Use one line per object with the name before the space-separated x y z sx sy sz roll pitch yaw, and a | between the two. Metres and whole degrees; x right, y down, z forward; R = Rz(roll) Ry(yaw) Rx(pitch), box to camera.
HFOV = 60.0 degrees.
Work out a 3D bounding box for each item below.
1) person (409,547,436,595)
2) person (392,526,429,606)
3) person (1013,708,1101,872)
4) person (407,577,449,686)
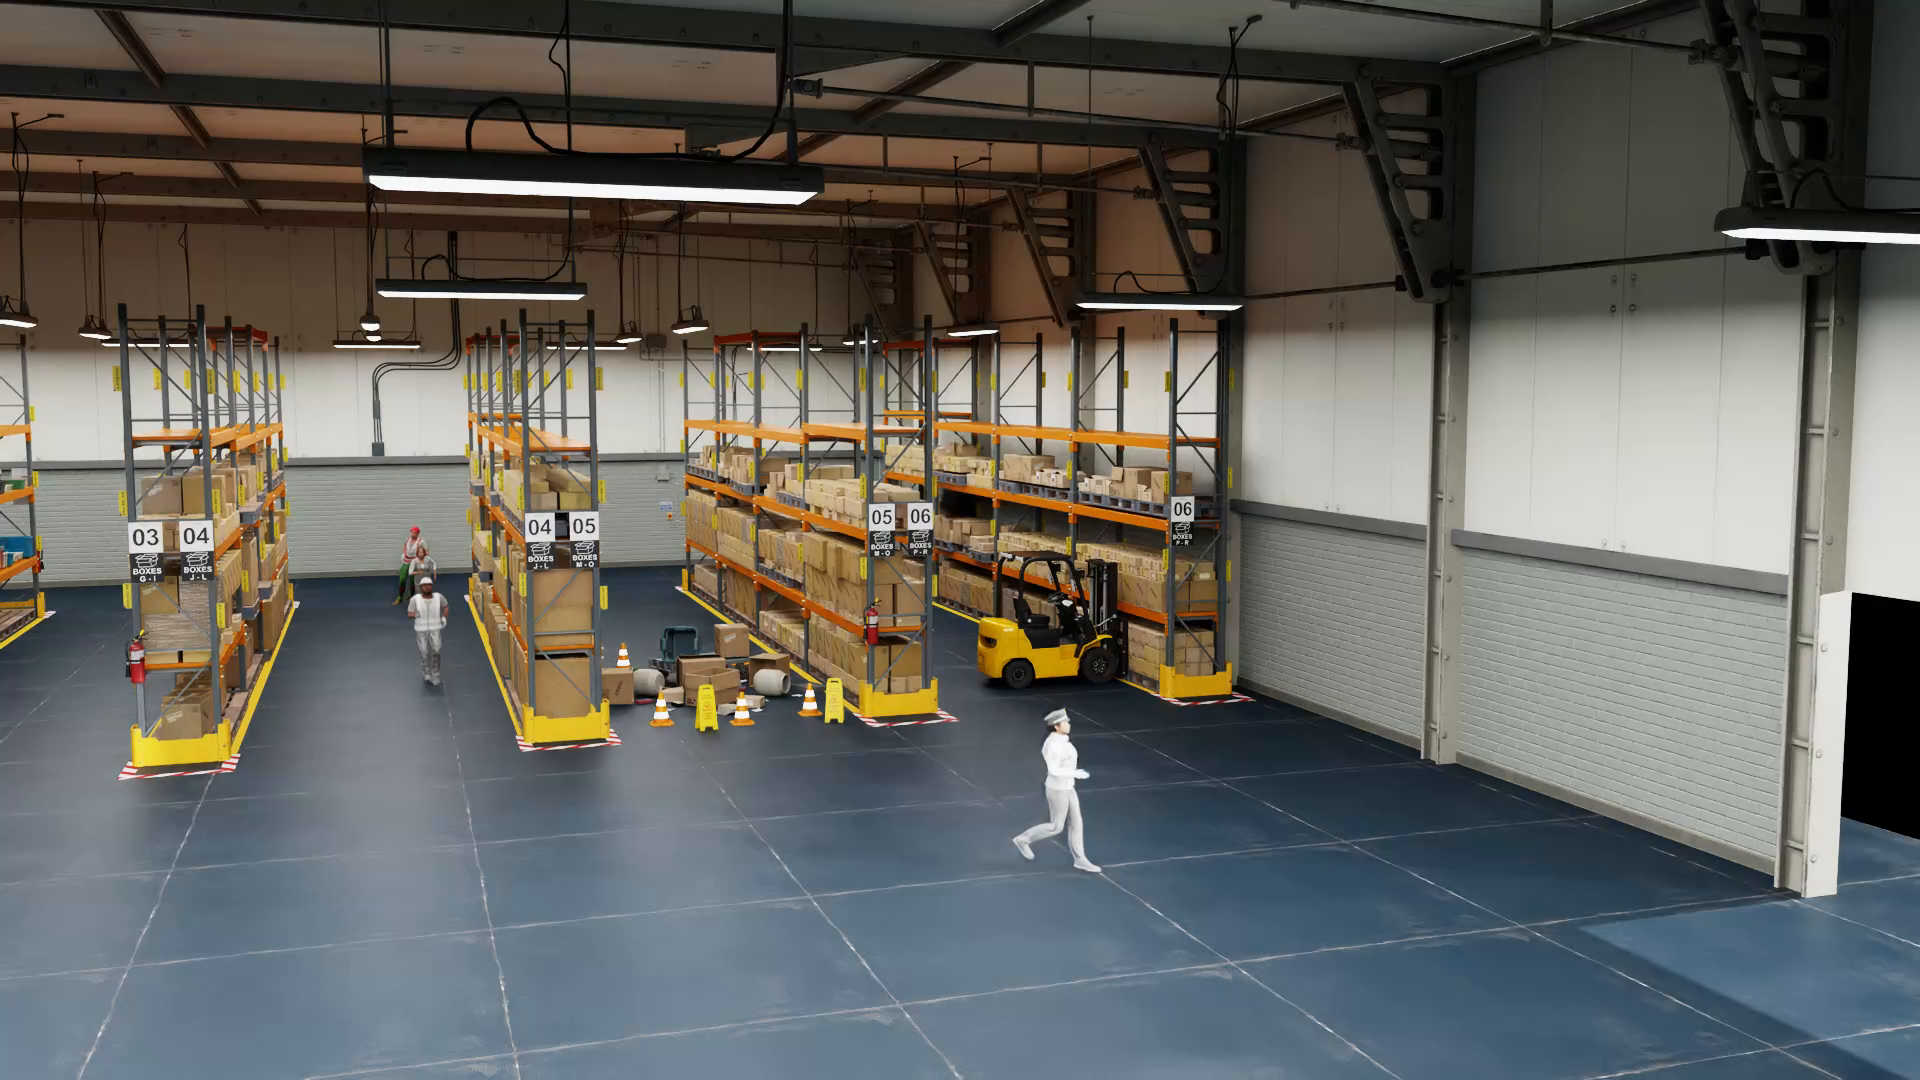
person | -11.166 0.934 34.562 0.560 1.613 0.779 -2 6 -21
person | -12.363 0.569 37.589 0.761 1.789 0.843 0 5 0
person | 1.001 2.548 16.996 0.901 1.692 0.616 1 6 14
person | -8.768 1.519 27.453 0.659 1.807 0.685 -2 6 -18
